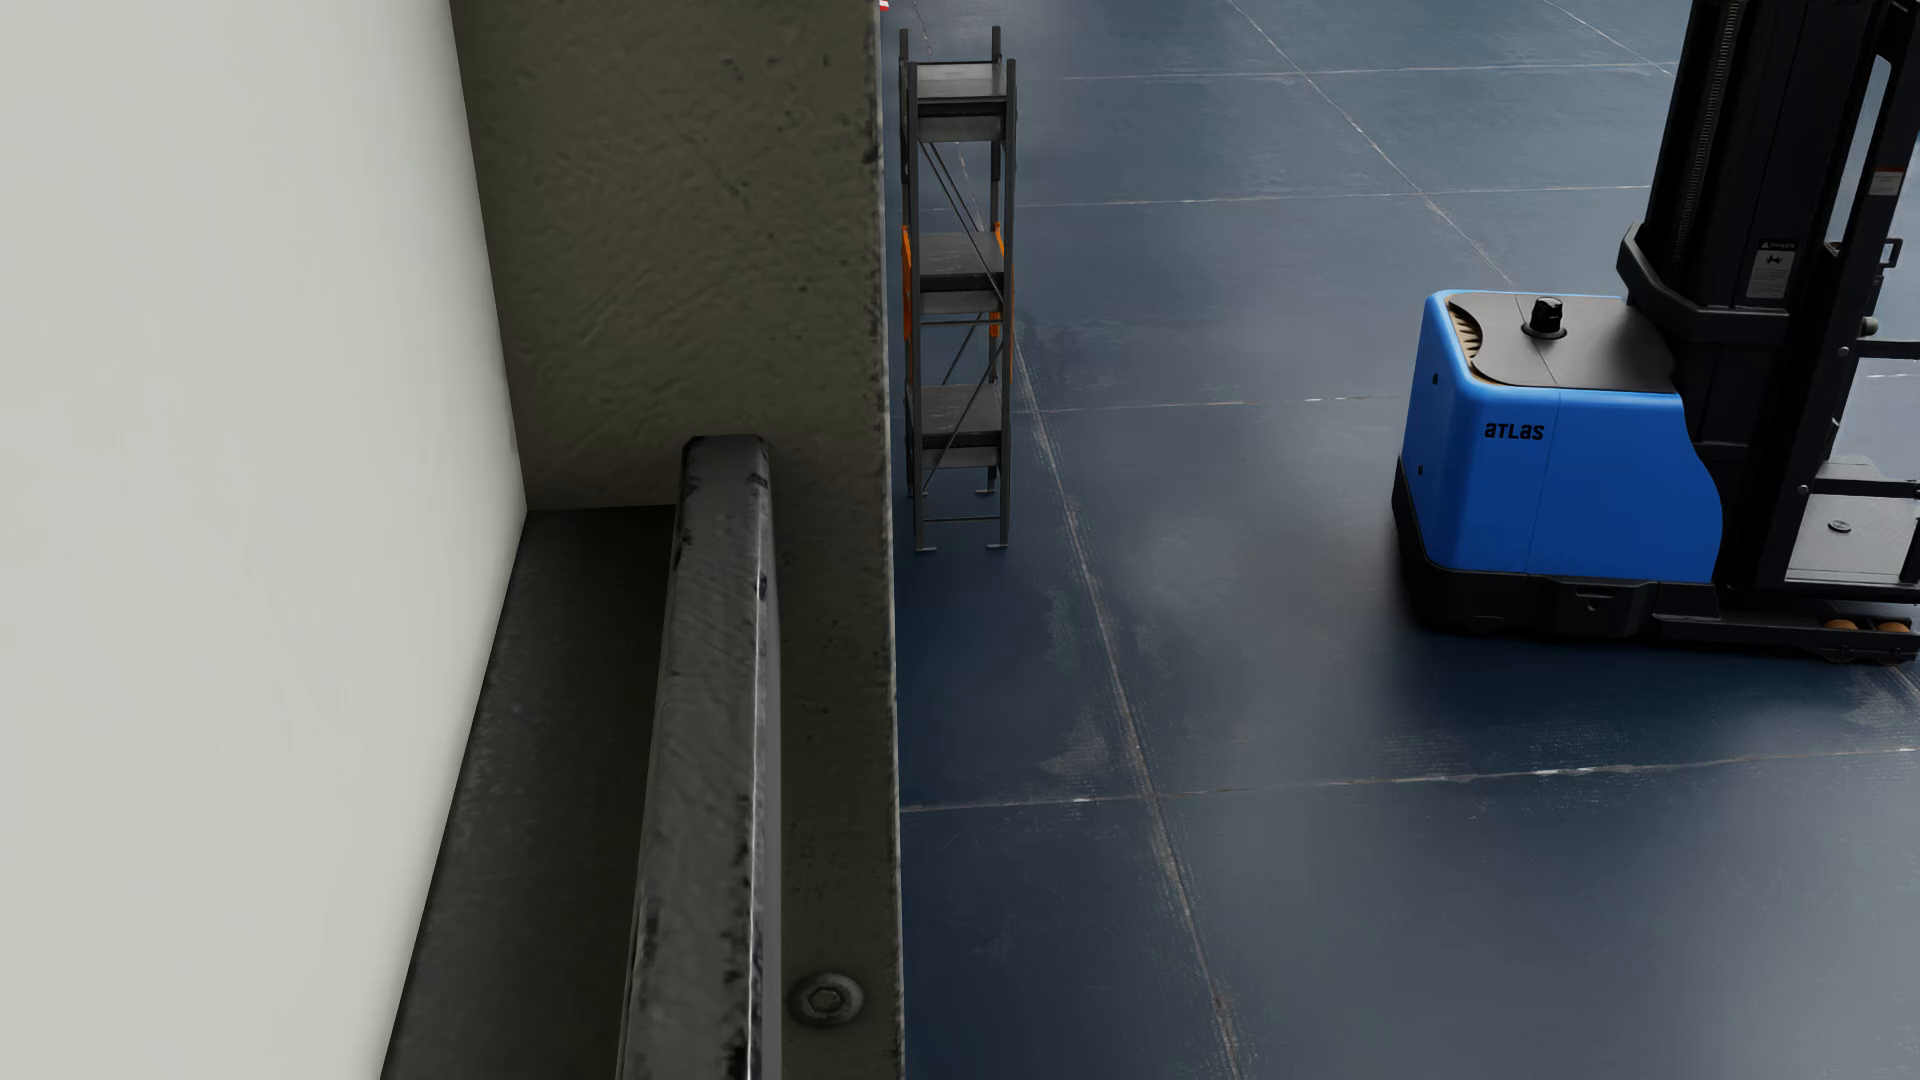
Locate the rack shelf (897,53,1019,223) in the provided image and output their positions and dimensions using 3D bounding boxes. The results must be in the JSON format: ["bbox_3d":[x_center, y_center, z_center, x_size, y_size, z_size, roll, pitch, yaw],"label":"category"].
[{"bbox_3d":[-0.015,-1.575,6.501,0.431,0.518,0.480,-3,31,-5],"label":"rack shelf"}]

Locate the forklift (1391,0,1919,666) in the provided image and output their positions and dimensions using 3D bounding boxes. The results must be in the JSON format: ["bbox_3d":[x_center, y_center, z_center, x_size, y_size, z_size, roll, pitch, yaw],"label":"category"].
[{"bbox_3d":[3.375,-1.060,6.167,3.031,2.935,1.130,3,31,5],"label":"forklift"}]

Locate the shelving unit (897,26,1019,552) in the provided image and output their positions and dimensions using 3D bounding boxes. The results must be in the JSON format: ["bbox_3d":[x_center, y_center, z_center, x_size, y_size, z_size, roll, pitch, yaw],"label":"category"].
[{"bbox_3d":[-0.015,-0.986,6.853,0.431,2.100,0.503,-3,31,-5],"label":"shelving unit"}]

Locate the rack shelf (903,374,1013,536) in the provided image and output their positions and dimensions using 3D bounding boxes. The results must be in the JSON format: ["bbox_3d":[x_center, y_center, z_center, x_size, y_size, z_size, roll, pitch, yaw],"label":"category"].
[{"bbox_3d":[-0.015,-0.373,7.219,0.431,0.518,0.480,-3,31,-5],"label":"rack shelf"}]

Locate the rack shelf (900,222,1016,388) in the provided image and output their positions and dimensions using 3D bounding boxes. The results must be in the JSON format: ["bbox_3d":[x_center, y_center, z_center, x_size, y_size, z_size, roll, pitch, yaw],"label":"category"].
[{"bbox_3d":[-0.015,-0.974,6.860,0.431,0.518,0.480,-3,31,-5],"label":"rack shelf"}]

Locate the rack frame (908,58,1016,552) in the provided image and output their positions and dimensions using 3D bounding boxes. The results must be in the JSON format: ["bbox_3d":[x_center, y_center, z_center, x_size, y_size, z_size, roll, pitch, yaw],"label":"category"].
[{"bbox_3d":[0.007,-0.861,6.644,0.400,2.100,0.015,-3,31,-5],"label":"rack frame"}]

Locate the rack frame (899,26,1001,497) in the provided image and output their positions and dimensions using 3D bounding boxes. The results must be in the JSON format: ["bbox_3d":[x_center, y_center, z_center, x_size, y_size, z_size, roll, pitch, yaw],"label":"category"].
[{"bbox_3d":[-0.038,-1.111,7.062,0.400,2.100,0.015,-3,31,-5],"label":"rack frame"}]
